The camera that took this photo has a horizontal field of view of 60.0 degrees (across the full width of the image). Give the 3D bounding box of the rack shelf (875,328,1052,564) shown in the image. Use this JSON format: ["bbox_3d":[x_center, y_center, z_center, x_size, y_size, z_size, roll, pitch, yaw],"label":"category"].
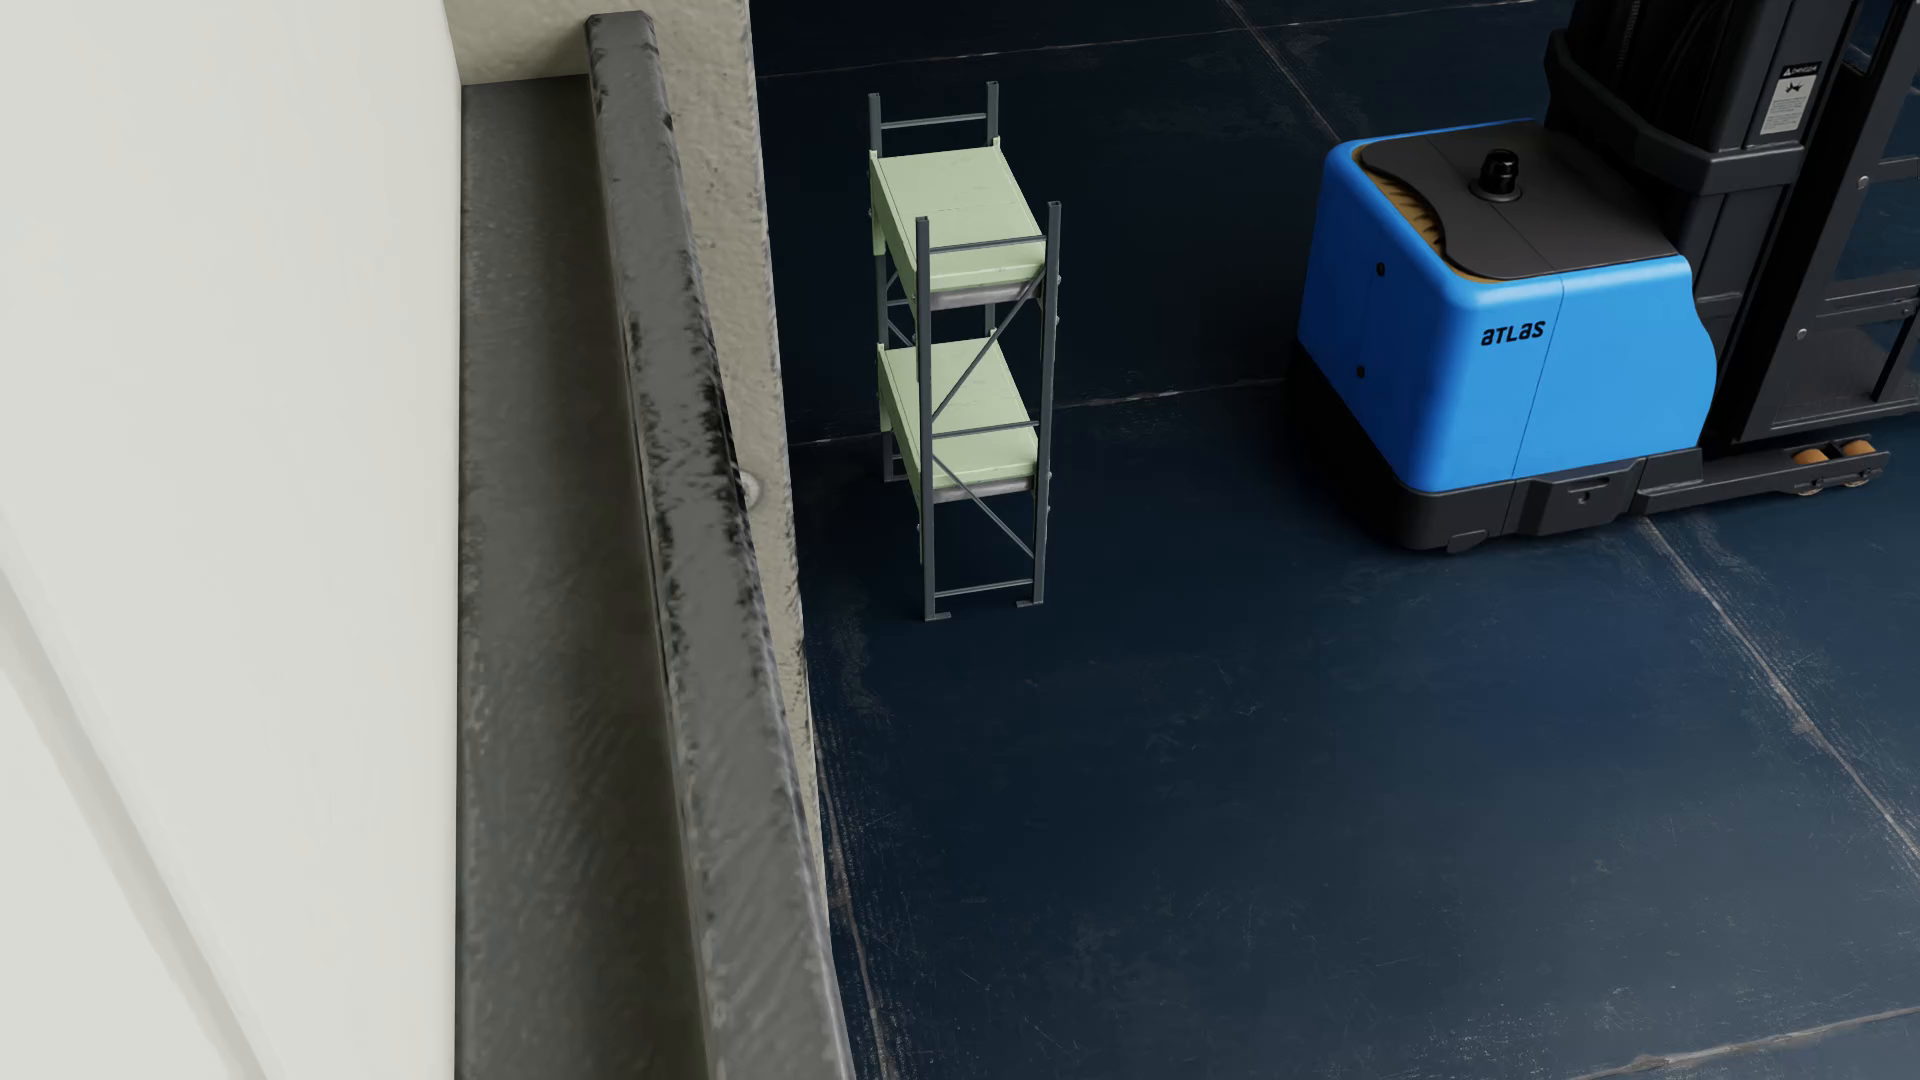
[{"bbox_3d":[-0.001,-0.321,5.473,0.431,0.370,0.720,-8,42,-9],"label":"rack shelf"}]

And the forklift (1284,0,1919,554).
[{"bbox_3d":[2.802,-1.584,5.327,3.031,2.935,1.130,-10,43,-11],"label":"forklift"}]

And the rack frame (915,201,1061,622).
[{"bbox_3d":[0.078,-0.328,4.990,0.400,1.500,0.023,-8,42,-9],"label":"rack frame"}]

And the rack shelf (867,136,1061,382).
[{"bbox_3d":[-0.001,-0.857,4.998,0.431,0.370,0.720,-8,42,-9],"label":"rack shelf"}]

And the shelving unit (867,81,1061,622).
[{"bbox_3d":[-0.001,-0.565,5.257,0.431,1.500,0.755,-8,42,-9],"label":"shelving unit"}]

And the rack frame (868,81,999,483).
[{"bbox_3d":[-0.080,-0.802,5.524,0.400,1.500,0.023,-8,42,-9],"label":"rack frame"}]
